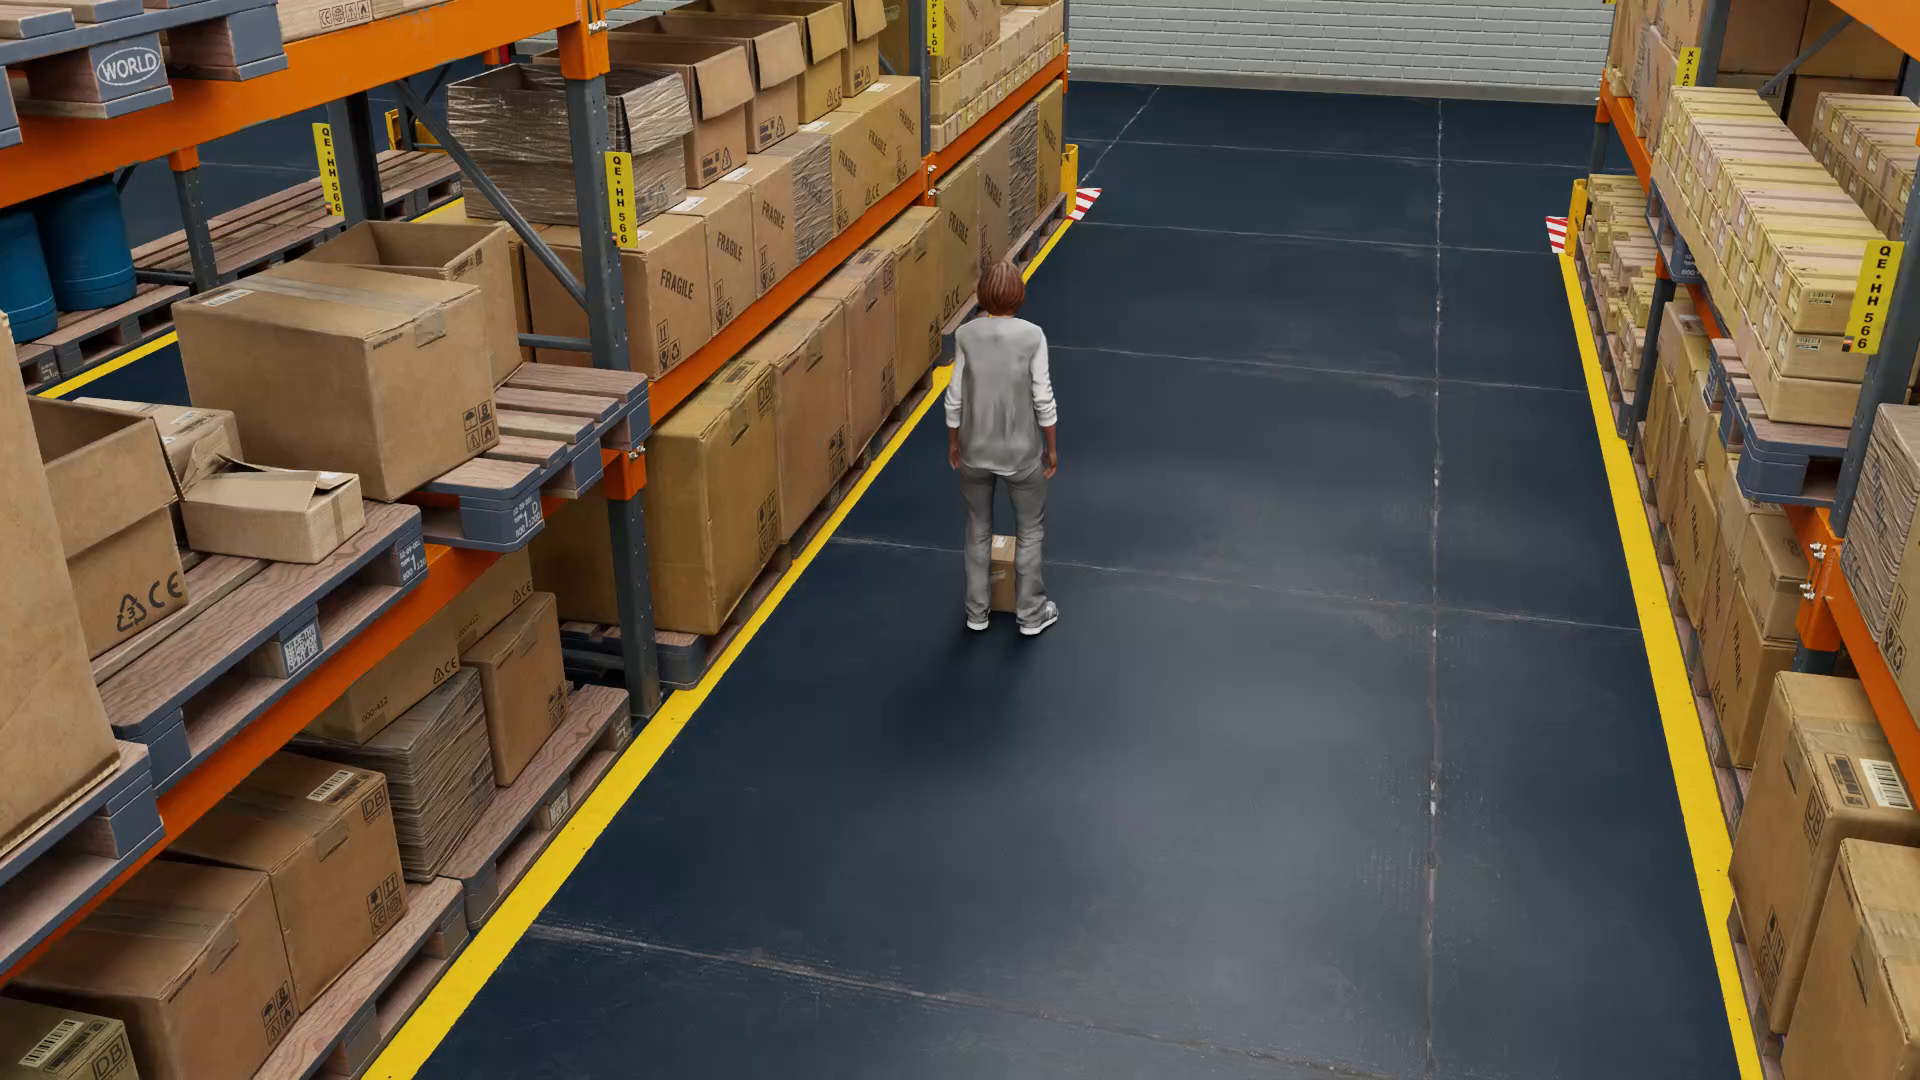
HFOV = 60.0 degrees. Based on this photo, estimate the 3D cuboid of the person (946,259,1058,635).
[{"bbox_3d":[0.175,-0.355,6.862,0.467,1.592,0.349,6,26,13],"label":"person"}]
